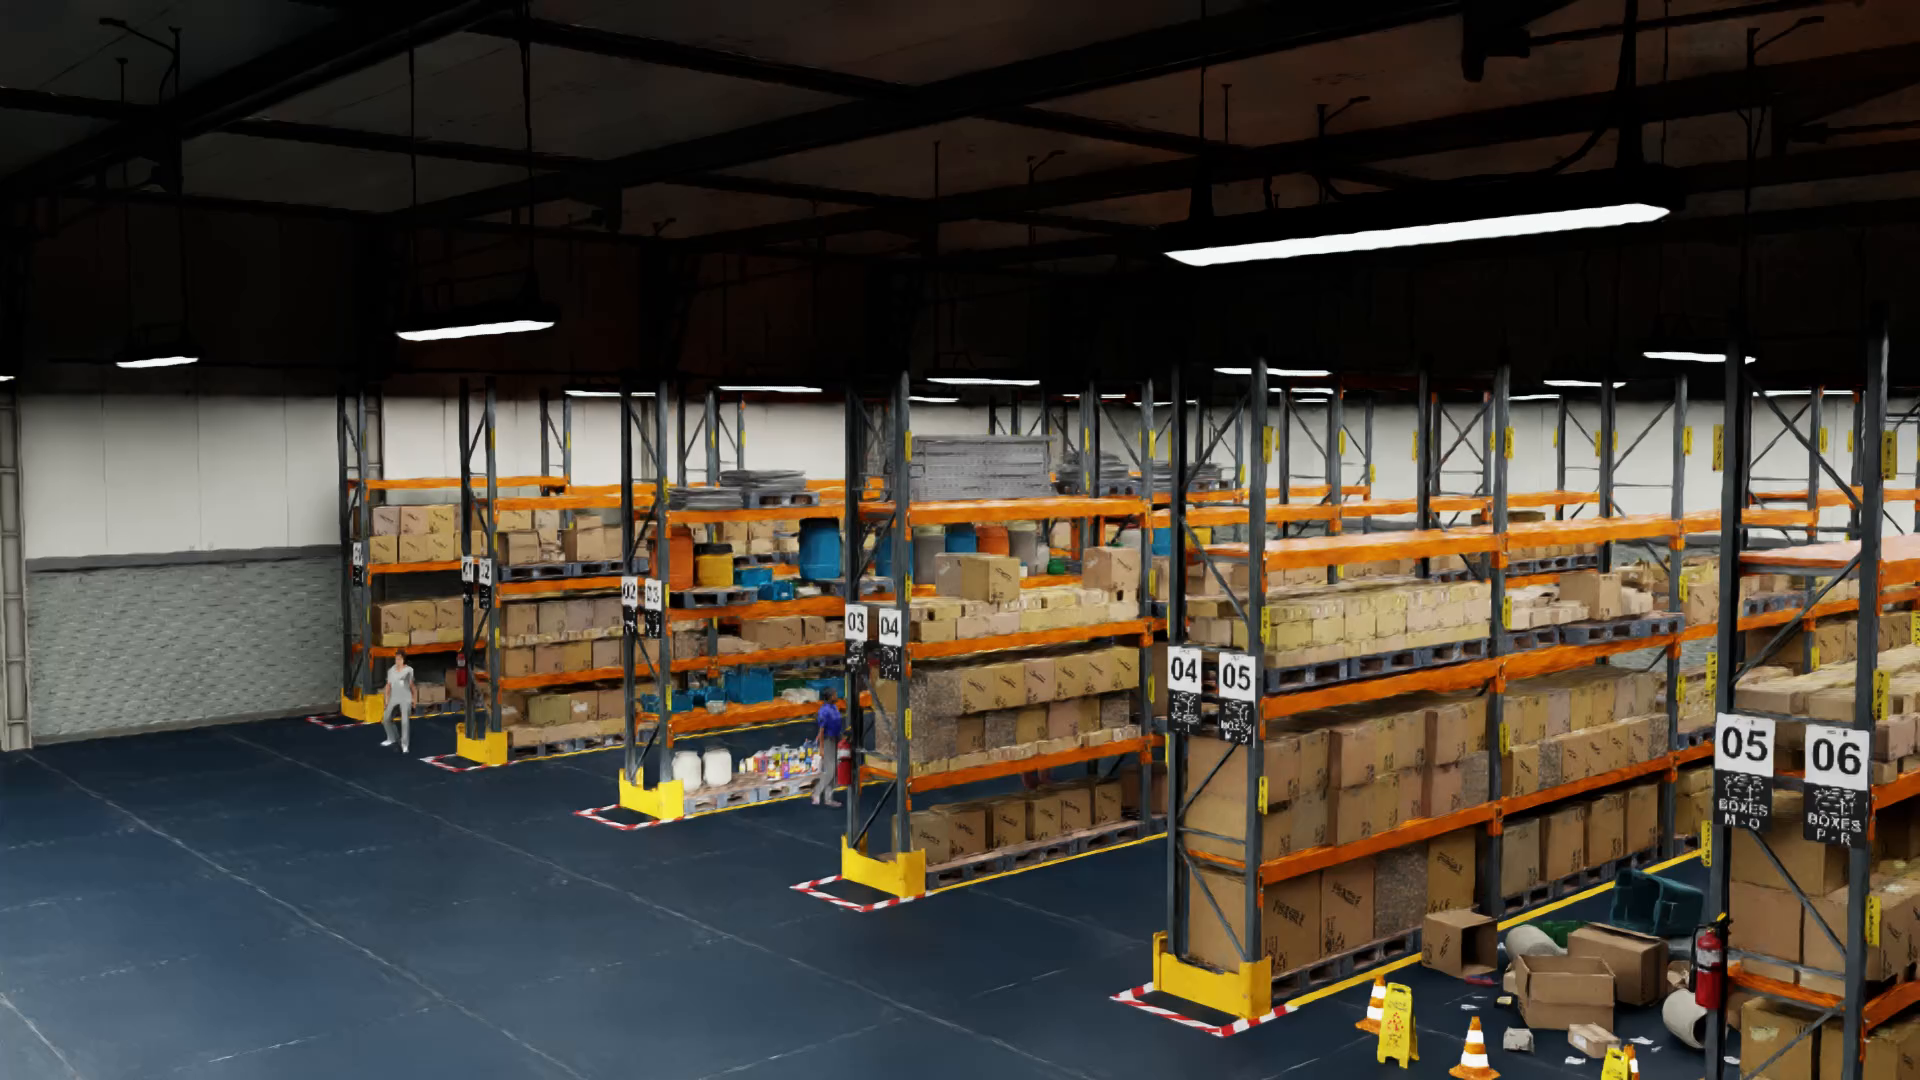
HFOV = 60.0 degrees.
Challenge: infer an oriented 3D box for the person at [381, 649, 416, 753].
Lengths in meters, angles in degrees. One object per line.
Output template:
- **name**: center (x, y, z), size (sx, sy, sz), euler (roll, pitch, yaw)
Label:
- **person**: center (-9.089, 2.574, 26.820), size (0.643, 1.664, 0.497), euler (0, 4, 6)

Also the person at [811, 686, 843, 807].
- **person**: center (-1.822, 2.838, 22.842), size (0.423, 1.655, 0.508), euler (1, 4, 19)

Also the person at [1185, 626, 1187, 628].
- **person**: center (5.679, 1.608, 41.180), size (1.121, 1.691, 0.577), euler (-3, 5, -39)

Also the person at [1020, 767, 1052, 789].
- **person**: center (1.075, 2.867, 22.779), size (0.506, 1.619, 0.598), euler (-4, 5, -44)
